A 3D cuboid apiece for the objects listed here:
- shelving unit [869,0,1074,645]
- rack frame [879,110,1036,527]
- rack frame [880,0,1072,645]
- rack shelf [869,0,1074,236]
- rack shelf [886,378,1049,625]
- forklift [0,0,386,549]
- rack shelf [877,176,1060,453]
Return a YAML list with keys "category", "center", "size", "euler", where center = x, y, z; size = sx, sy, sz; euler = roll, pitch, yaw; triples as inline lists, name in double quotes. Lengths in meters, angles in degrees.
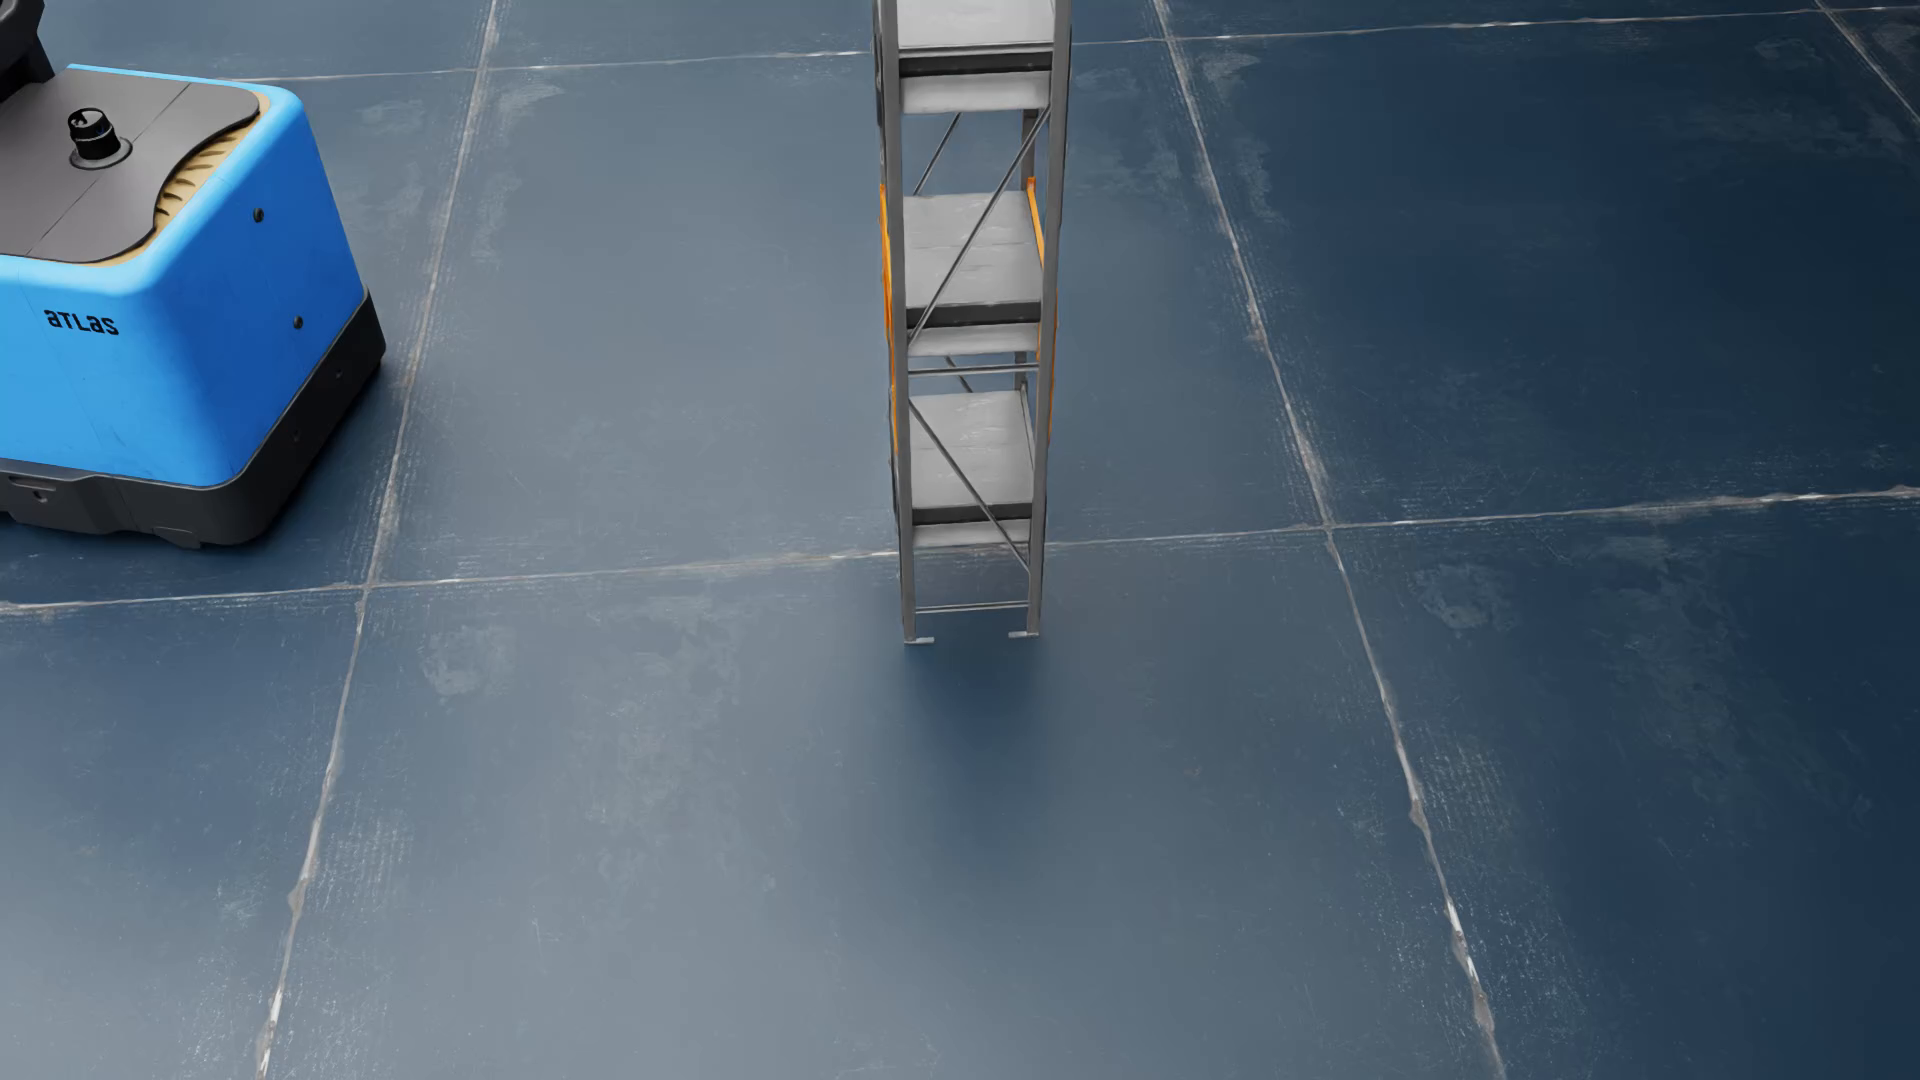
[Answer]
- category: "shelving unit"
  center: [0.014, -0.602, 4.374]
  size: [0.431, 2.100, 0.503]
  euler: [-3, 47, -3]
- category: "rack frame"
  center: [-0.007, -0.779, 4.541]
  size: [0.400, 2.100, 0.015]
  euler: [-3, 47, -3]
- category: "rack frame"
  center: [0.034, -0.426, 4.207]
  size: [0.400, 2.100, 0.015]
  euler: [-3, 47, -3]
- category: "rack shelf"
  center: [0.014, -1.074, 3.876]
  size: [0.431, 0.518, 0.480]
  euler: [-3, 47, -3]
- category: "rack shelf"
  center: [0.014, -0.112, 4.892]
  size: [0.431, 0.518, 0.480]
  euler: [-3, 47, -3]
- category: "forklift"
  center: [-3.563, -1.514, 4.666]
  size: [3.031, 2.935, 1.130]
  euler: [8, 47, 8]
- category: "rack shelf"
  center: [0.014, -0.593, 4.384]
  size: [0.431, 0.518, 0.480]
  euler: [-3, 47, -3]
